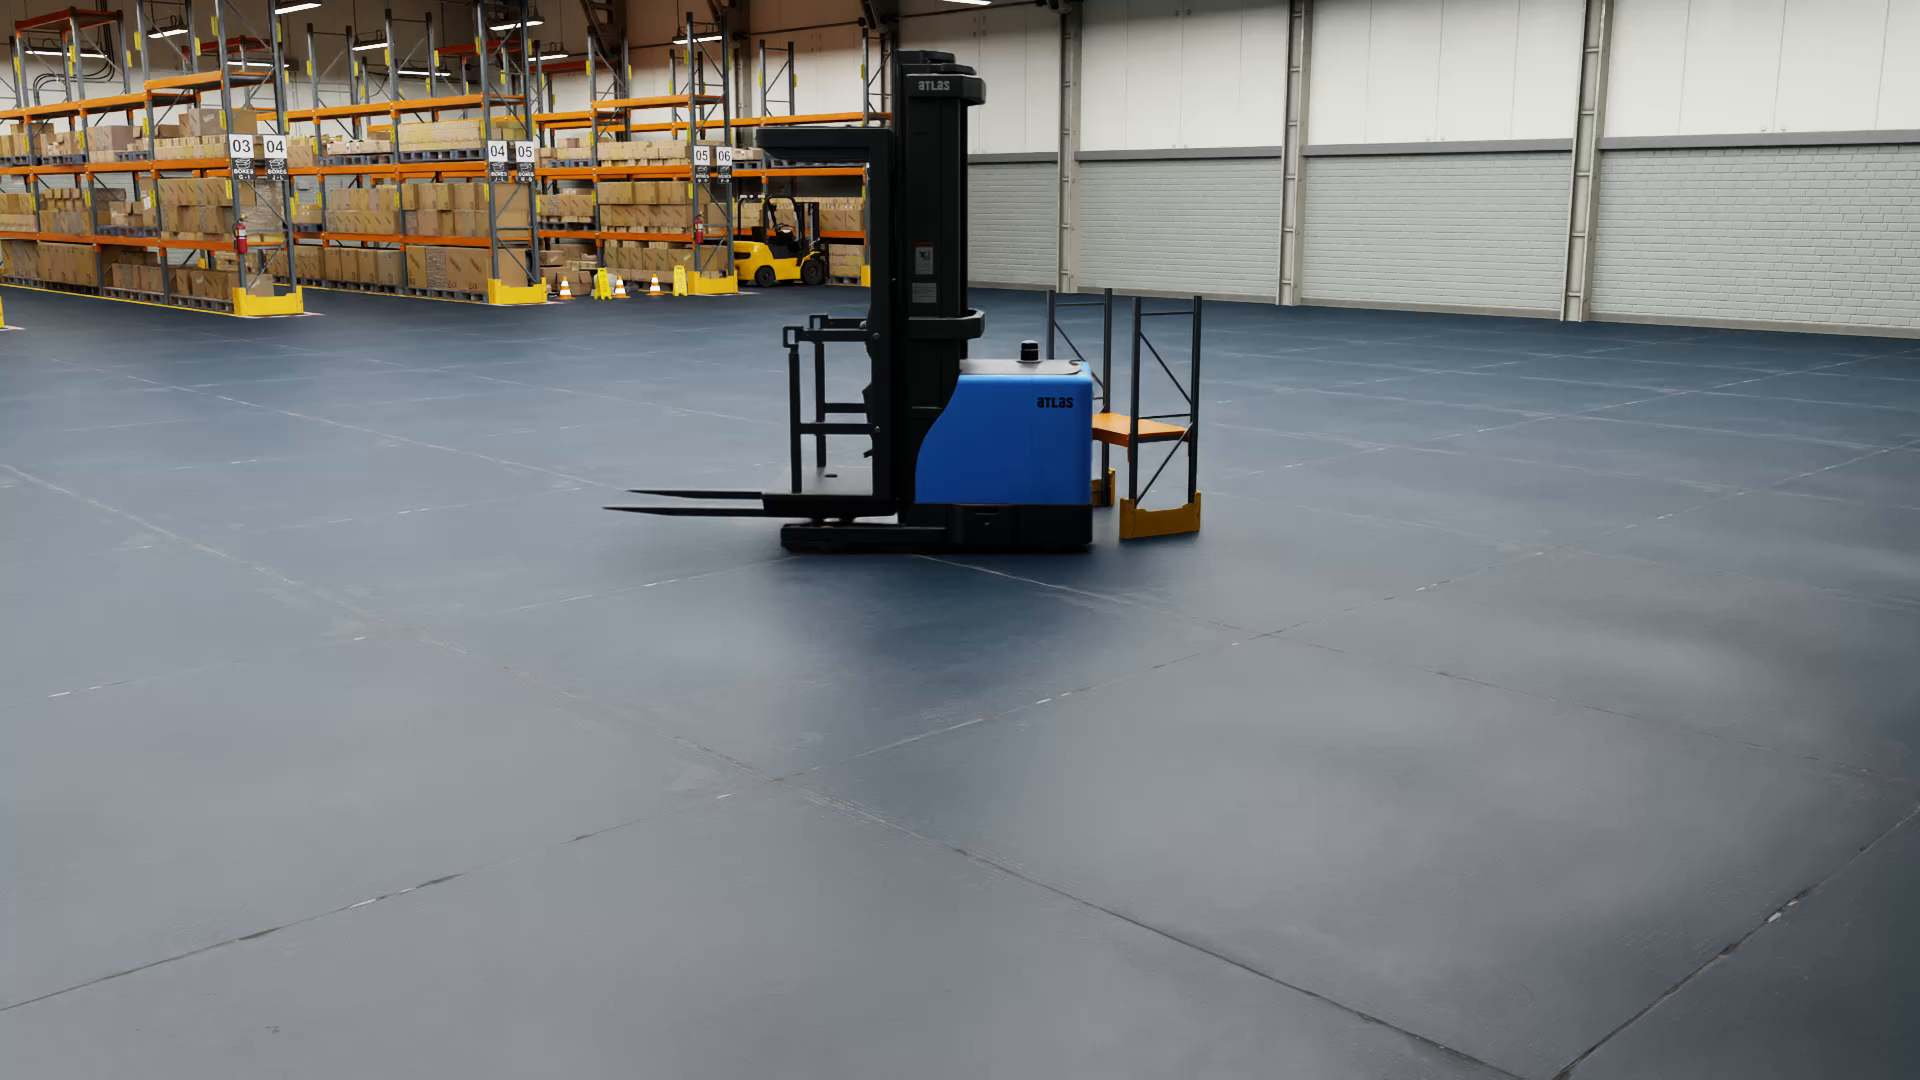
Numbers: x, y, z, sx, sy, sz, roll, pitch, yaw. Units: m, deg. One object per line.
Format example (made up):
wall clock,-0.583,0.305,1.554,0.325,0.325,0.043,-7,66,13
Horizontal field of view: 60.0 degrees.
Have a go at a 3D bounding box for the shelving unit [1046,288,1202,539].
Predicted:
shelving unit,1.041,-0.865,10.892,0.587,1.500,1.083,-6,13,-28

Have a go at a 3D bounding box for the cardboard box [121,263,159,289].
cardboard box,-17.307,-5.600,35.263,0.500,0.500,0.700,10,15,40

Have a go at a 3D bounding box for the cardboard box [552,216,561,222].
cardboard box,-9.838,-7.931,41.053,0.380,0.149,0.250,-10,15,-41

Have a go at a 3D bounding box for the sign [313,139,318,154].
sign,-14.913,-9.106,38.463,0.100,0.325,0.005,-11,16,-43

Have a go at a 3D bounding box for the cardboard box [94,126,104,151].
cardboard box,-17.690,-8.367,34.669,0.500,0.500,0.500,-11,16,-42

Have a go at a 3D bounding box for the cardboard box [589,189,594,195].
cardboard box,-9.140,-8.560,40.894,0.380,0.149,0.250,-10,15,-39

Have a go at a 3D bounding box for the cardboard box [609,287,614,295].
cardboard box,-7.850,-5.510,36.786,0.380,0.149,0.250,-3,12,-13

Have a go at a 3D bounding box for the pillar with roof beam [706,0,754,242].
pillar with roof beam,-8.983,-11.130,42.132,9.100,9.000,0.548,-11,16,-43

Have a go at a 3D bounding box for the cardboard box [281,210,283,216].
cardboard box,-16.261,-7.922,40.274,0.380,0.149,0.250,-11,16,-44

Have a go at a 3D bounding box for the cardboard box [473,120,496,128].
cardboard box,-9.473,-8.285,33.116,0.380,0.149,0.250,-11,16,-42

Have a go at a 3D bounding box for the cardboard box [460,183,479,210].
cardboard box,-9.669,-7.021,34.009,0.875,0.550,0.550,-11,16,-43

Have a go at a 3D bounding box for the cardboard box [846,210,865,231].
cardboard box,-2.427,-7.773,40.457,0.500,0.500,0.500,-11,16,-44

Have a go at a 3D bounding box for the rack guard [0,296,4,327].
rack guard,-16.320,-3.705,27.158,1.175,0.500,0.348,-11,16,-43

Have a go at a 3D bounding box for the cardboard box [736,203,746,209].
cardboard box,-5.655,-8.756,43.622,0.250,0.149,0.380,11,16,43

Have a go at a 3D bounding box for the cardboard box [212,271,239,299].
cardboard box,-13.927,-4.867,31.754,0.500,0.500,0.500,-9,15,-37

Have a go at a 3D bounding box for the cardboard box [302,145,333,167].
cardboard box,-15.097,-9.025,39.104,0.500,0.500,0.500,-11,16,-43

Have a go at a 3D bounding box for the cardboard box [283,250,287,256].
cardboard box,-16.244,-7.095,40.709,0.500,0.250,0.500,-10,15,-40

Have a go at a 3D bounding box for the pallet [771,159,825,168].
pallet,-4.051,-9.577,42.249,1.003,0.211,1.213,-11,16,-43

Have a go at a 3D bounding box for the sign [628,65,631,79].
sign,-7.841,-11.088,39.416,0.100,0.325,0.005,-11,16,-43

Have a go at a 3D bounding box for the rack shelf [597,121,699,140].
rack shelf,-8.803,-11.538,46.888,1.077,0.370,4.000,-11,16,-43

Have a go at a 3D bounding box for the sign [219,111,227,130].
sign,-13.067,-7.444,29.480,0.100,0.325,0.005,-11,16,-43

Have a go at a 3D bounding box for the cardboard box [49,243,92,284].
cardboard box,-19.865,-6.311,37.834,0.875,0.875,1.225,11,16,43

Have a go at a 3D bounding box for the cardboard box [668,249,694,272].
cardboard box,-6.226,-6.303,37.487,0.500,0.500,0.500,-11,16,-42

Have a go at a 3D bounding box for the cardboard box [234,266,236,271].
cardboard box,-18.645,-7.061,43.273,0.380,0.149,0.250,-11,16,-41

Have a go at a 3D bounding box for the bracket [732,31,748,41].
bracket,-5.839,-13.383,44.147,0.235,0.232,0.430,-11,16,-43

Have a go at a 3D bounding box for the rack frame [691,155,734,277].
rack frame,-5.484,-6.996,36.936,1.000,3.000,0.127,-11,16,-43

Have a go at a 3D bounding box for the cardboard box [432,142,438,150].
cardboard box,-10.701,-8.154,34.455,0.380,0.149,0.250,-11,16,-42

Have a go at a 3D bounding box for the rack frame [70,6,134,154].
rack frame,-18.176,-9.721,35.295,1.000,3.000,0.127,-11,16,-43

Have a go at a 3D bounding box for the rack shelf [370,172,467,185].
rack shelf,-15.152,-10.156,46.624,1.077,0.370,4.000,-11,16,-43

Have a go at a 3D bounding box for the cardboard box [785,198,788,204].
cardboard box,-4.225,-8.635,42.299,0.380,0.149,0.250,-11,16,-44

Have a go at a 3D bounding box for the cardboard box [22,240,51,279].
cardboard box,-21.958,-6.771,40.065,0.875,0.875,0.875,-11,16,-43

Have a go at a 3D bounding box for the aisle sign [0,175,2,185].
aisle sign,-23.968,-9.192,41.153,0.394,0.787,0.004,-11,16,-43

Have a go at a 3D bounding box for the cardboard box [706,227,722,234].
cardboard box,-5.569,-6.952,37.342,0.380,0.149,0.250,-11,16,-42

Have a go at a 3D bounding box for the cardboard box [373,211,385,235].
cardboard box,-12.660,-7.037,36.887,0.500,0.500,0.500,-11,16,-43

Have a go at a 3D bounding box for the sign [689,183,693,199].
sign,-5.900,-7.644,36.426,0.100,0.325,0.005,-11,16,-43

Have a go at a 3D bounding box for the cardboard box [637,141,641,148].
cardboard box,-7.132,-9.010,37.923,0.380,0.149,0.250,-10,16,-41

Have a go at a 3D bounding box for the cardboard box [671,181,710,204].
cardboard box,-5.995,-7.725,37.010,0.500,0.500,0.700,11,16,44

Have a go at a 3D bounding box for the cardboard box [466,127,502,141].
cardboard box,-9.535,-8.120,33.304,0.500,0.250,0.500,-11,16,-42

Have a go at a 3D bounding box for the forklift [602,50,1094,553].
forklift,-0.684,-1.464,10.255,3.031,2.935,1.130,1,12,4

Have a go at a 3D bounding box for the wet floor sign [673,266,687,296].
wet floor sign,-6.127,-5.666,36.316,0.267,0.644,0.232,-5,13,-23

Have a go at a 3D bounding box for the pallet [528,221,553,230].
pallet,-10.440,-7.981,42.190,1.213,0.211,1.003,-11,16,-43

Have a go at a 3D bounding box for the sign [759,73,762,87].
sign,-5.043,-11.630,42.047,0.100,0.325,0.005,-11,16,-43

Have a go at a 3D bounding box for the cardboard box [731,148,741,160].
cardboard box,-5.865,-10.136,43.675,0.500,0.311,0.500,11,16,43

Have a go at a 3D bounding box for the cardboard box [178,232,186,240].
cardboard box,-14.805,-5.854,32.017,0.380,0.149,0.250,-11,16,-43

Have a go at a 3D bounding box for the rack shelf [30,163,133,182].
rack shelf,-19.558,-8.192,37.087,1.077,0.370,4.000,-11,16,-43

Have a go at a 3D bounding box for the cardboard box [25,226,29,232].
cardboard box,-21.741,-7.318,39.118,0.380,0.149,0.250,-11,16,-44

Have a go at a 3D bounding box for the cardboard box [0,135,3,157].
cardboard box,-23.002,-9.556,40.390,0.500,0.500,0.700,11,16,43

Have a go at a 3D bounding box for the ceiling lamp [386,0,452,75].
ceiling lamp,-16.481,-15.888,50.760,2.000,3.185,0.800,-11,16,-43

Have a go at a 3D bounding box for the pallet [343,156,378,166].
pallet,-13.262,-8.587,37.690,1.003,0.211,1.213,-10,15,-40

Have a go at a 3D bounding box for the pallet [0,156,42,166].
pallet,-22.334,-9.091,39.891,1.003,0.211,1.213,-11,16,-43

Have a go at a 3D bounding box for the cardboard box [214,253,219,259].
cardboard box,-19.569,-7.526,44.056,0.380,0.149,0.250,-11,16,-43

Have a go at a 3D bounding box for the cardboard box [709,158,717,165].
cardboard box,-5.478,-8.436,37.114,0.380,0.149,0.250,-11,16,-42

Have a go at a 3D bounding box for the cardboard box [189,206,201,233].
cardboard box,-14.095,-6.104,31.620,0.875,0.500,0.500,-11,16,-43

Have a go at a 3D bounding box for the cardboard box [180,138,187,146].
cardboard box,-14.485,-7.515,31.402,0.380,0.149,0.250,-11,16,-44

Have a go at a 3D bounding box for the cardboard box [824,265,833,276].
cardboard box,-3.125,-6.720,41.370,0.500,0.250,0.500,-11,16,-42
